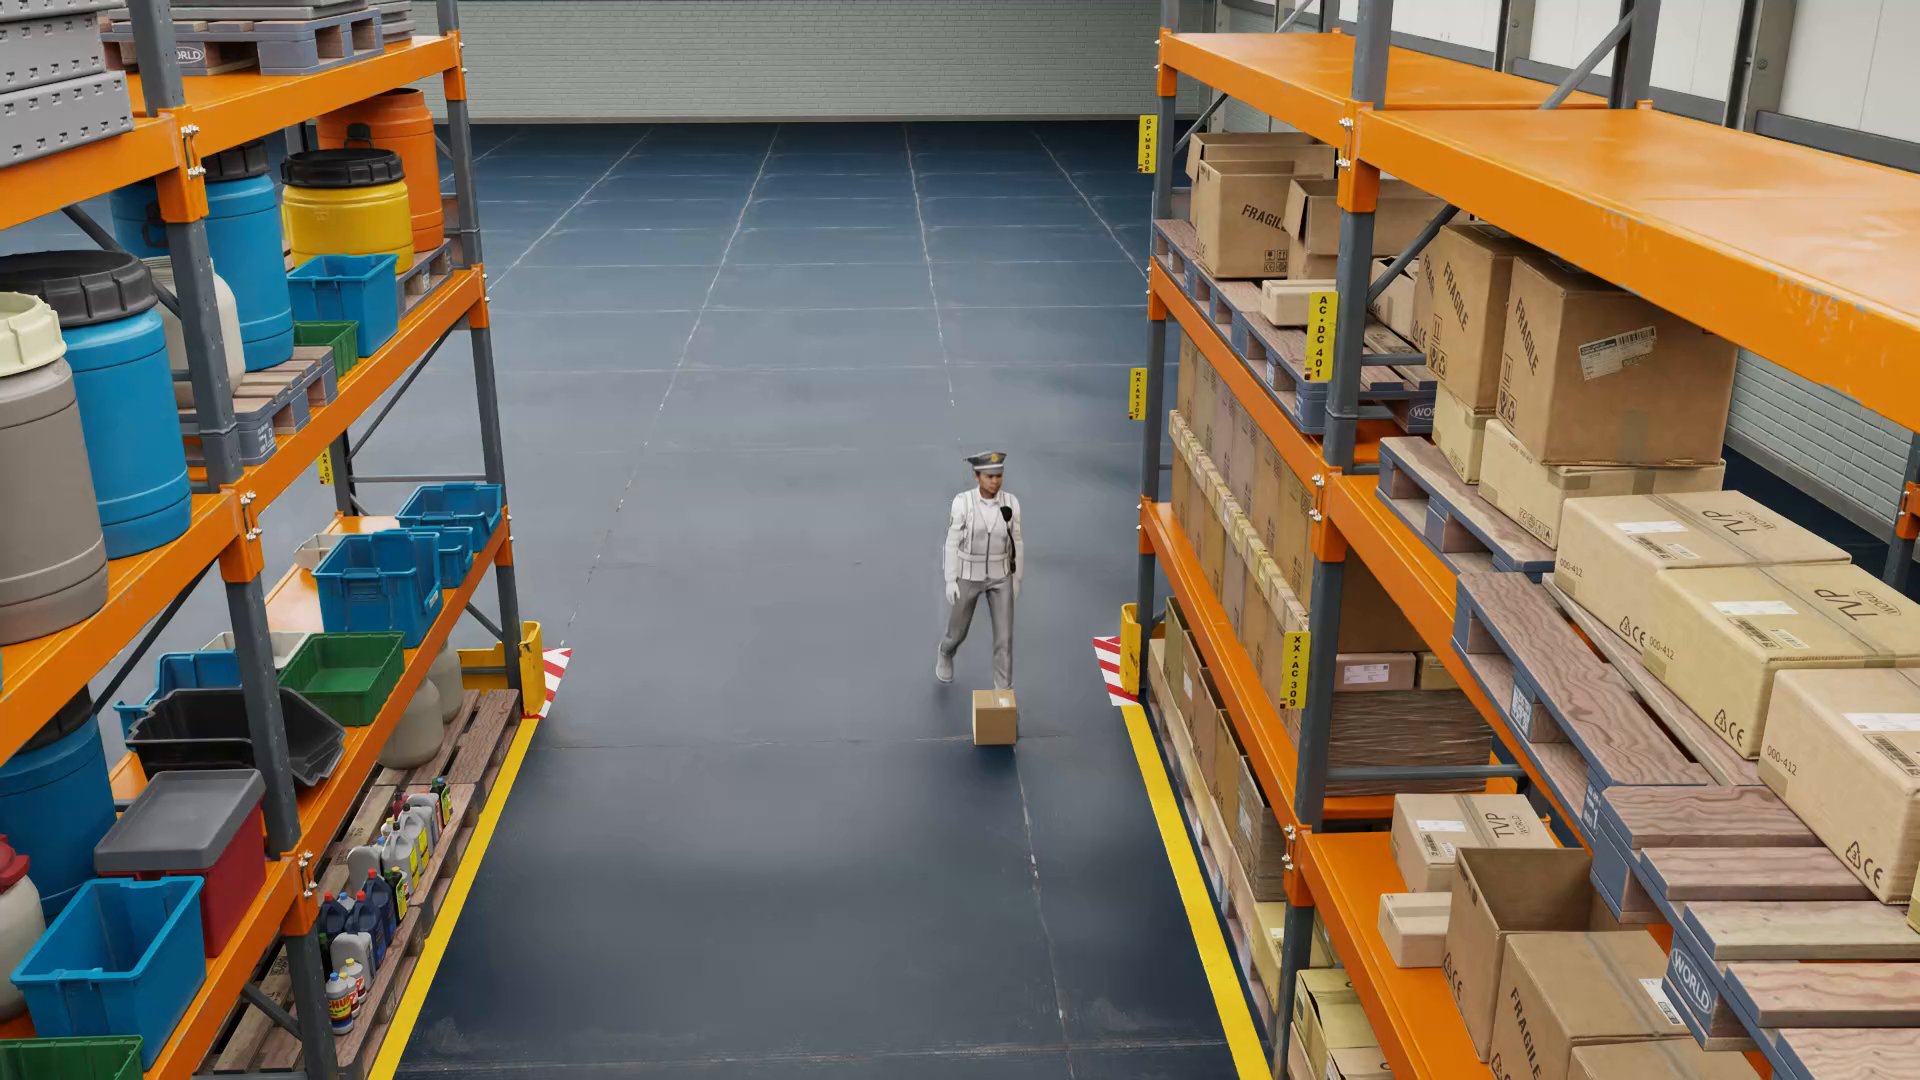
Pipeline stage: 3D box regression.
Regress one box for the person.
[{"bbox_3d":[0.144,0.229,10.379,0.530,1.669,0.777,-3,21,-9],"label":"person"}]
